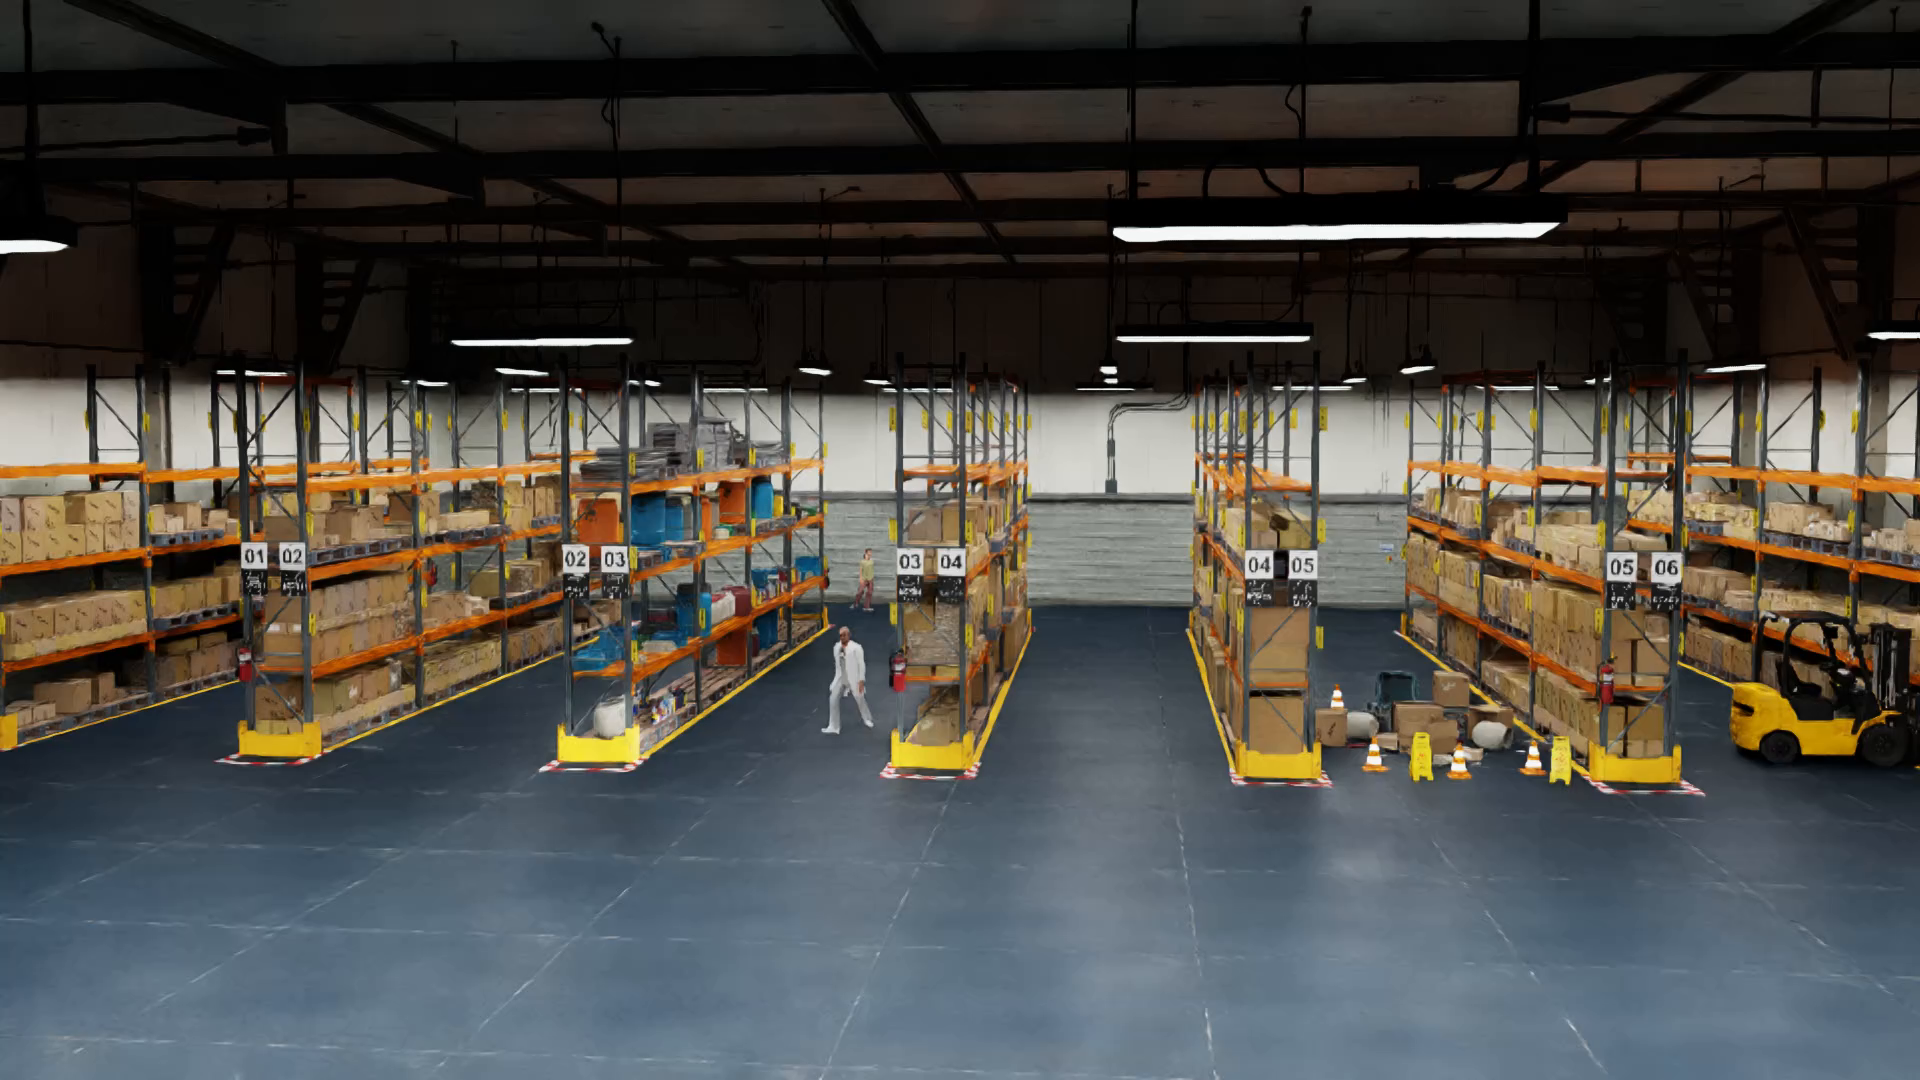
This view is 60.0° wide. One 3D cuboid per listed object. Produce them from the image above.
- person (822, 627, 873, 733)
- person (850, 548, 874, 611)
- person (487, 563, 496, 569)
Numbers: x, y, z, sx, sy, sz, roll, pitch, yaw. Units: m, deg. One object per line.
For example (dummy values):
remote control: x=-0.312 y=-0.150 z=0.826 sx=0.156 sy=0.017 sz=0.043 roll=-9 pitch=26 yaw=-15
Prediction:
person: x=-1.783 y=2.240 z=26.807 sx=0.630 sy=1.723 sz=1.046 roll=2 pitch=4 yaw=25
person: x=-2.585 y=1.044 z=44.017 sx=0.647 sy=1.665 sz=0.484 roll=-3 pitch=5 yaw=-35
person: x=-10.660 y=1.406 z=37.859 sx=0.620 sy=1.776 sz=0.678 roll=3 pitch=5 yaw=35
